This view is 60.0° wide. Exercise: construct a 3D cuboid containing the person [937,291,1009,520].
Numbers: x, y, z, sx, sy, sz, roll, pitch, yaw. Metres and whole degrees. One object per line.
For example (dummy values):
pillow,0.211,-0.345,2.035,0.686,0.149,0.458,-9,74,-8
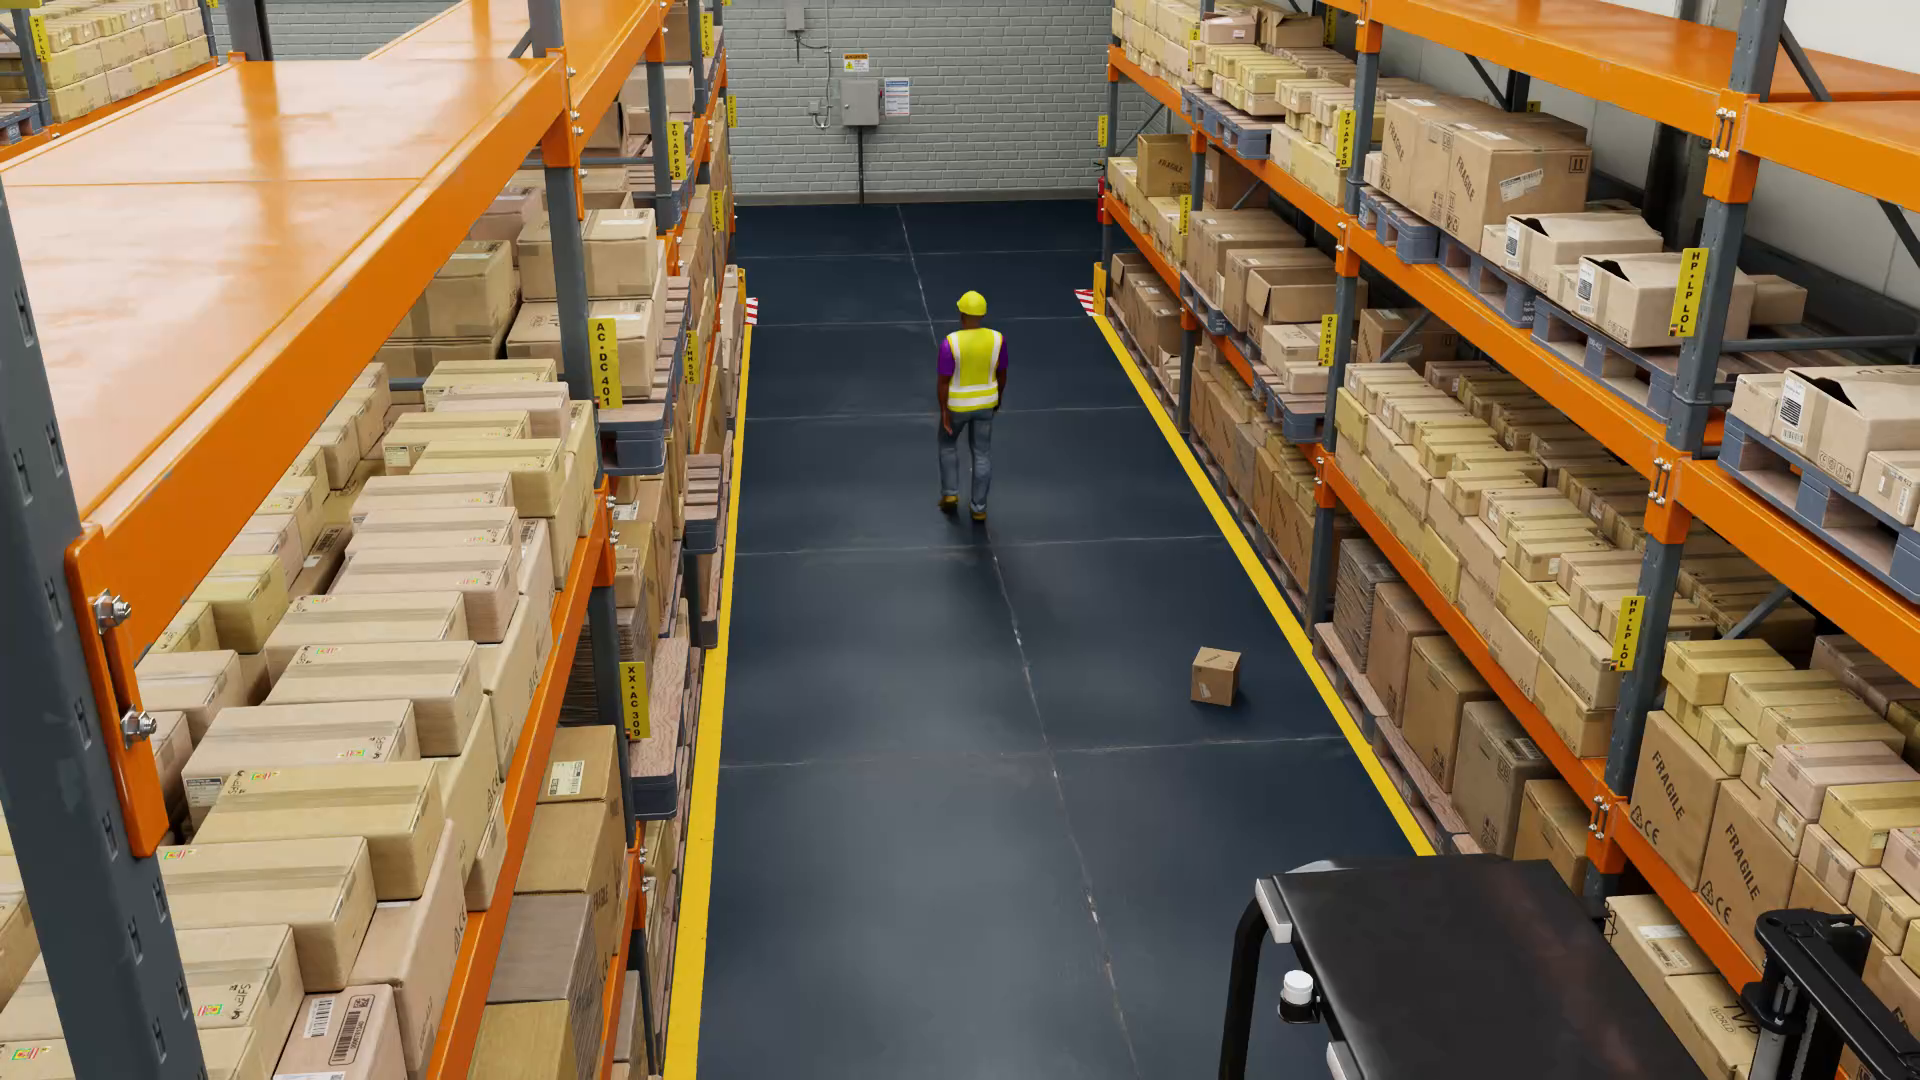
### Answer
person,0.074,-1.013,12.645,0.572,1.827,0.567,-5,24,-12
